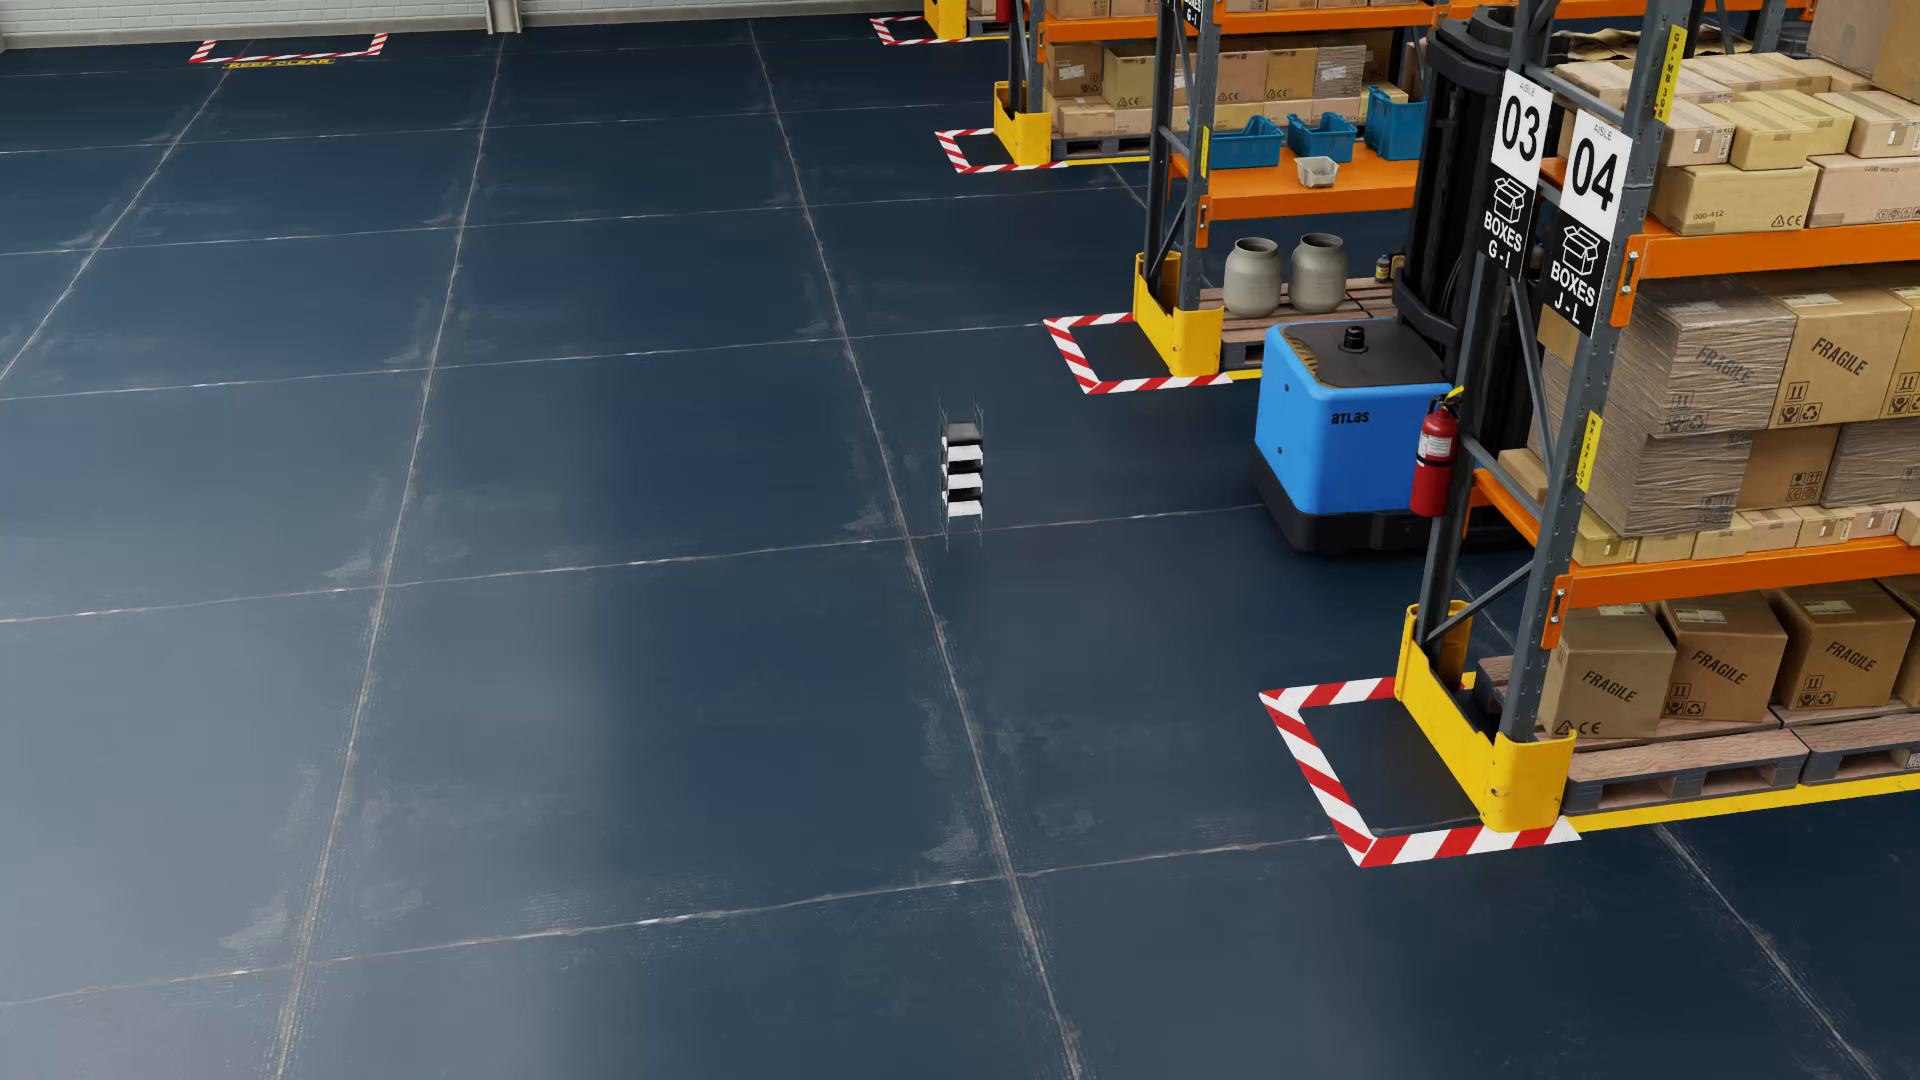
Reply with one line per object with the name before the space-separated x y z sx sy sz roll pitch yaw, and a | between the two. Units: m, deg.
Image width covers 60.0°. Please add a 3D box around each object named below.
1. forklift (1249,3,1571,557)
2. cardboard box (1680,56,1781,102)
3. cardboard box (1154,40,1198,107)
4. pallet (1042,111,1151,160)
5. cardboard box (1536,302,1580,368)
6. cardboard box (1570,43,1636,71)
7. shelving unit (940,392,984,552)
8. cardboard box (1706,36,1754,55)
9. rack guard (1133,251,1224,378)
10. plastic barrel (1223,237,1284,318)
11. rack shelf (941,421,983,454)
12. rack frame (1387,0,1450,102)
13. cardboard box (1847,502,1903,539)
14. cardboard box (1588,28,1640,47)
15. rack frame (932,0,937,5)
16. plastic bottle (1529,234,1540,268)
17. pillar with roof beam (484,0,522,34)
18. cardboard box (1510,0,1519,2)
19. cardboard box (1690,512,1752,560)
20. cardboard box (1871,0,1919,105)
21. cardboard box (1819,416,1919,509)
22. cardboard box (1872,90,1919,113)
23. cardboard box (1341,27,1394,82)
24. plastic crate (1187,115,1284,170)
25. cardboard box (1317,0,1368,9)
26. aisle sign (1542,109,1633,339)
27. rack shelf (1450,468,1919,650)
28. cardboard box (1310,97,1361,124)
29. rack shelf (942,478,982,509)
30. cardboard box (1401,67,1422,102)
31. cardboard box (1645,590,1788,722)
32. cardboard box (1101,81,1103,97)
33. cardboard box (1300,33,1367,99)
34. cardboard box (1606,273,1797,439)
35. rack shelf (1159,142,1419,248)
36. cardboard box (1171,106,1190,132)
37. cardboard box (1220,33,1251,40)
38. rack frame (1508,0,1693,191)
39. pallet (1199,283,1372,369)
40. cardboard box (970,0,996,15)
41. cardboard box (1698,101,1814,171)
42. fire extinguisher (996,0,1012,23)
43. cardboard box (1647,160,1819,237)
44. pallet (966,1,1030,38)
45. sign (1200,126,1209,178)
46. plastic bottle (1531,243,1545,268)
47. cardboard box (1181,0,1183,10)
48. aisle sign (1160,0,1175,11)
forklift | 3.368 -1.489 9.505 3.031 2.935 1.130 -4 31 -6
cardboard box | 3.158 -1.877 6.892 0.250 0.149 0.380 -7 31 -11
cardboard box | 2.183 -4.546 16.195 0.500 0.500 0.500 -5 31 -9
pallet | 1.379 -4.079 16.593 1.213 0.211 1.003 -5 31 -9
cardboard box | 2.911 -1.026 7.272 0.500 0.500 0.500 -5 31 -9
cardboard box | 6.532 -4.847 16.894 0.500 0.311 0.500 -4 31 -8
shelving unit | 0.008 -0.389 9.638 0.210 0.900 0.258 -5 31 -9
cardboard box | 8.033 -4.987 17.132 0.500 0.311 0.500 -5 31 -8
rack guard | 1.589 -1.673 12.216 0.348 0.500 1.175 -5 31 -9
plastic barrel | 2.156 -1.927 12.222 0.421 0.512 0.421 0 30 0
rack shelf | 0.008 -0.593 9.518 0.200 0.077 0.258 -5 31 -9
rack frame | 4.569 -5.555 16.353 0.127 3.000 1.000 -5 31 -9
cardboard box | 3.966 -0.167 7.437 0.250 0.149 0.380 -5 31 -9
cardboard box | 6.918 -5.159 17.424 0.500 0.311 0.500 -6 31 -10
rack frame | -0.262 -7.660 19.932 0.127 3.000 1.000 -5 31 -9
plastic bottle | 4.403 -2.249 12.909 0.185 0.351 0.144 -7 31 -11
pillar with roof beam | -4.855 -8.047 14.671 0.400 9.000 9.100 -5 31 -9
cardboard box | 5.477 -5.426 16.381 0.250 0.149 0.380 -5 31 -9
cardboard box | 3.236 -0.078 7.286 0.250 0.149 0.380 -5 31 -9
cardboard box | 3.924 -1.931 6.345 0.500 0.500 0.500 -5 31 -9
cardboard box | 3.931 -0.588 7.513 0.500 0.500 0.875 -5 31 -9
cardboard box | 3.746 -1.630 6.473 0.250 0.149 0.380 -5 31 -9
cardboard box | 4.056 -4.988 16.947 0.500 0.500 0.500 -5 31 -9
plastic crate | 1.961 -2.851 11.900 0.616 0.251 0.499 -5 31 -9
cardboard box | 3.616 -5.503 16.166 0.500 0.500 0.700 -6 31 -9
aisle sign | 2.408 -1.216 6.408 0.004 0.787 0.394 -5 31 -9
rack shelf | 4.382 -0.123 7.824 4.000 0.370 1.077 -5 31 -9
cardboard box | 3.658 -4.359 16.617 0.500 0.250 0.500 -5 31 -9
rack shelf | 0.008 -0.282 9.700 0.200 0.077 0.258 -5 31 -9
cardboard box | 4.924 -4.733 17.254 0.500 0.250 0.500 -6 31 -9
cardboard box | 3.614 0.526 8.063 0.500 0.500 0.500 2 31 4
cardboard box | 1.598 -4.434 16.744 0.500 0.250 0.500 -5 31 -9
cardboard box | 3.658 -4.683 16.428 0.500 0.500 0.500 -5 31 -9
cardboard box | 3.005 -0.767 6.832 0.500 0.500 0.500 -5 31 -9
rack shelf | 3.490 -2.593 12.024 4.000 0.370 1.077 -5 31 -9
cardboard box | 2.185 -4.217 16.375 0.500 0.250 0.500 -5 31 -9
cardboard box | 2.581 -4.850 16.712 0.500 0.500 0.500 -5 31 -9
rack frame | 2.415 -2.837 5.811 0.127 3.000 1.000 -5 31 -9
pallet | 2.389 -1.620 12.411 1.213 0.211 1.003 -5 31 -9
cardboard box | 0.435 -6.708 20.533 0.500 0.311 0.500 -9 32 -15
cardboard box | 3.000 -1.536 6.313 0.250 0.149 0.380 -5 31 -8
fire extinguisher | 0.434 -5.378 16.127 0.183 0.674 0.296 -5 31 -9
cardboard box | 2.935 -1.394 6.465 0.500 0.250 0.500 -4 31 -7
pallet | 0.619 -6.521 20.746 1.213 0.211 1.003 -5 31 -9
sign | 1.618 -2.565 10.994 0.005 0.325 0.100 -5 31 -9
plastic bottle | 4.468 -2.159 12.834 0.097 0.271 0.097 0 30 0
cardboard box | 2.101 -5.362 15.926 0.500 0.500 0.700 -5 31 -9
aisle sign | 1.398 -3.982 11.113 0.004 0.787 0.394 -5 31 -9
